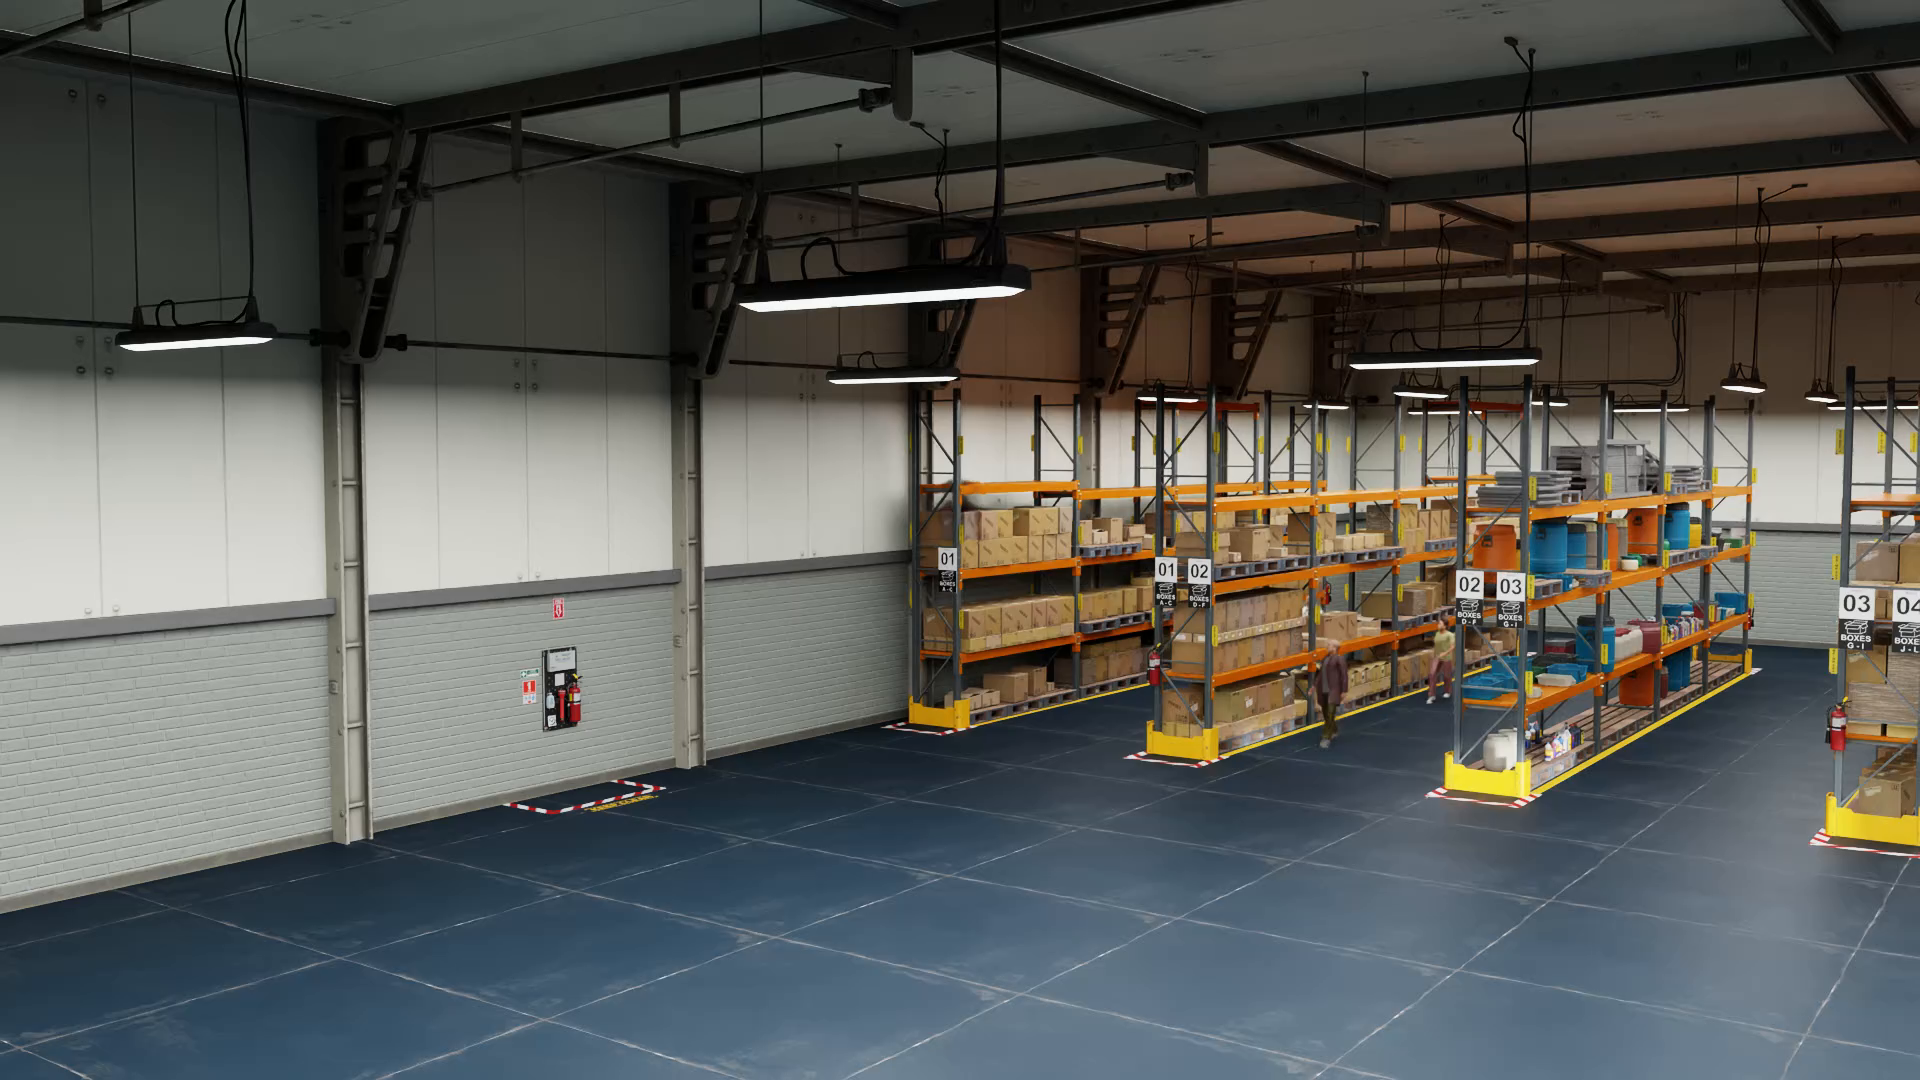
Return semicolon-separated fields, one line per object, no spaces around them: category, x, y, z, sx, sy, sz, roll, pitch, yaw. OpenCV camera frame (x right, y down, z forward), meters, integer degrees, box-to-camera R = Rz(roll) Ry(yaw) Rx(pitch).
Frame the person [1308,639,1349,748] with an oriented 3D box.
person;6.159;2.535;27.827;0.685;1.749;1.007;2;4;37

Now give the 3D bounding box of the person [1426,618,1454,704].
person;9.445;2.345;32.509;0.480;1.652;0.972;2;4;35

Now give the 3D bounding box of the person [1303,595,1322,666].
person;7.523;2.063;35.999;0.641;1.727;1.048;2;4;33
